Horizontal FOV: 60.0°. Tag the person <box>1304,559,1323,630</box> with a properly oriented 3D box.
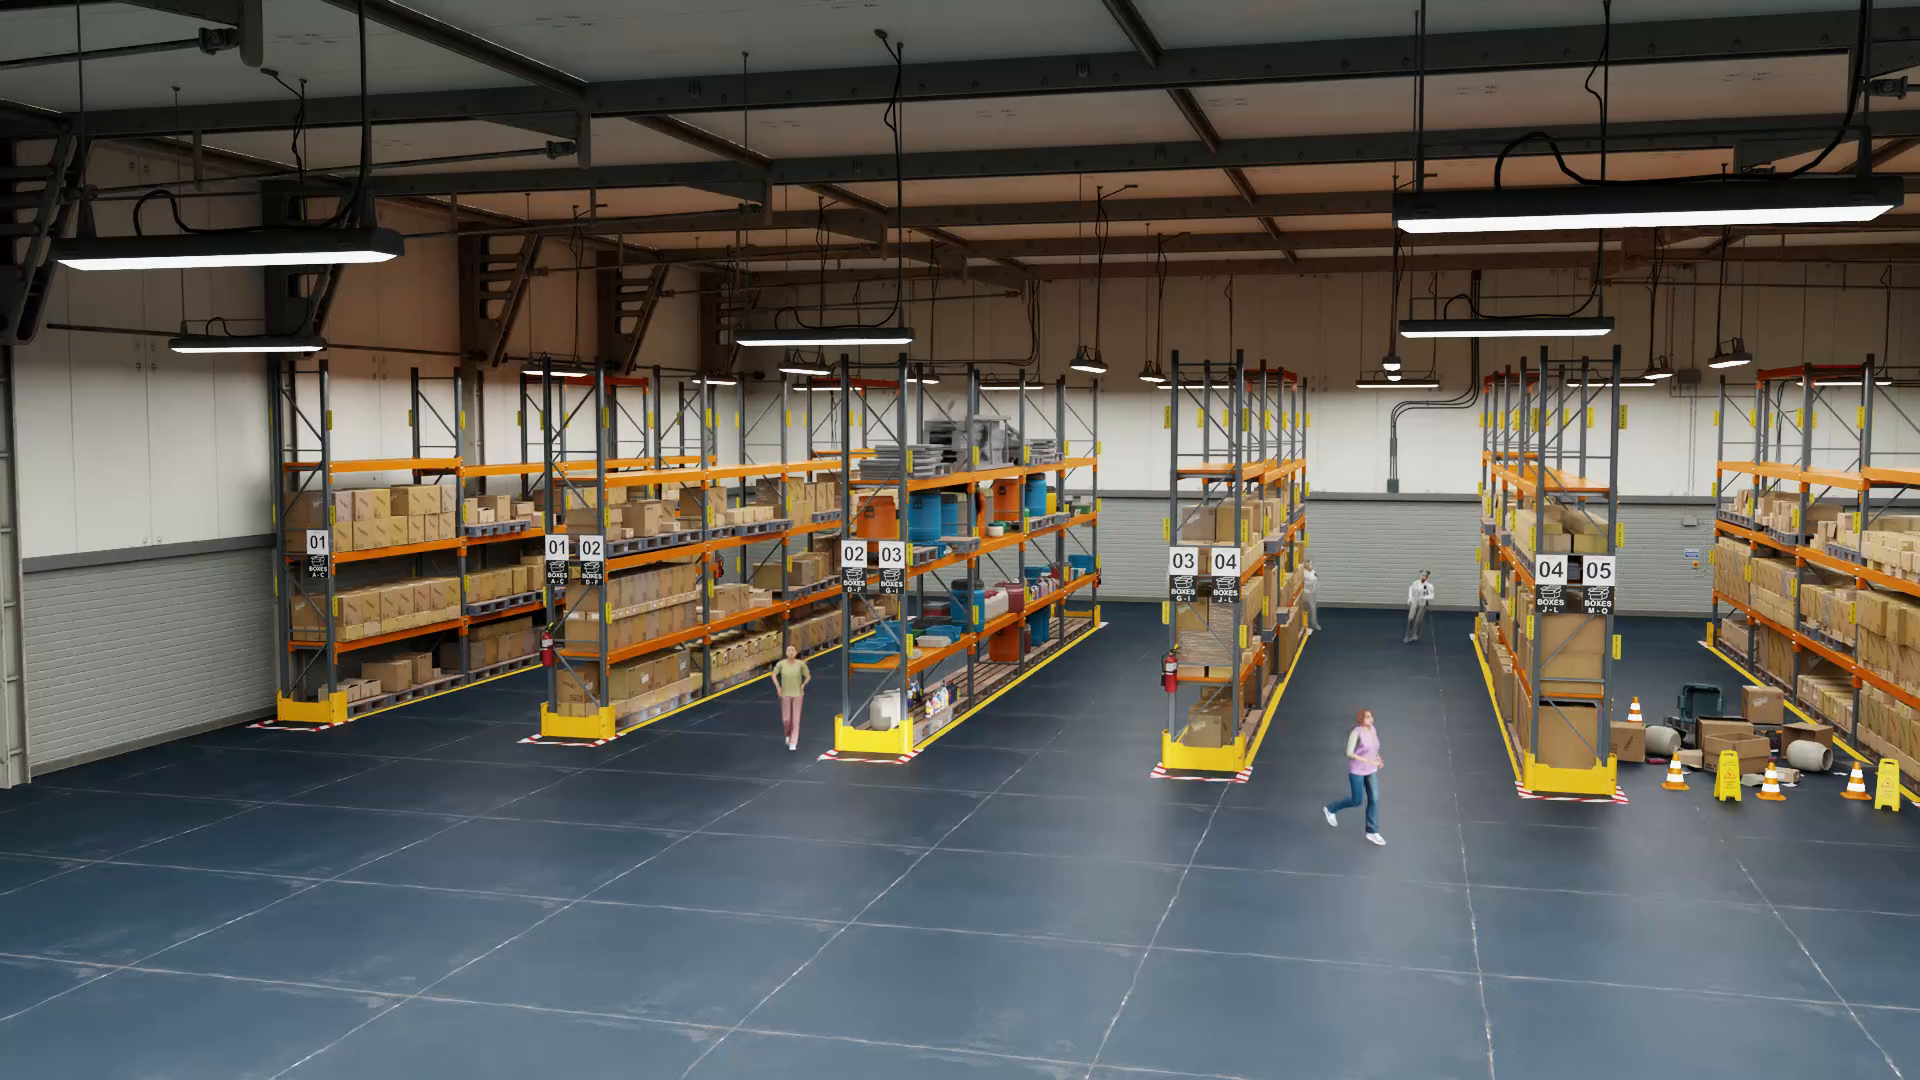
[{"bbox_3d":[8.356,1.294,40.063,0.628,1.704,0.813,-4,6,-43],"label":"person"}]

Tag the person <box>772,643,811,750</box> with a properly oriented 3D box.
[{"bbox_3d":[-2.558,2.374,25.242,0.597,1.626,0.538,0,4,-6],"label":"person"}]

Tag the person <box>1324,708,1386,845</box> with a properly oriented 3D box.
[{"bbox_3d":[4.775,2.787,19.892,0.549,1.597,0.839,-3,5,-34],"label":"person"}]

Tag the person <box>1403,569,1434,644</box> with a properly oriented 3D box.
[{"bbox_3d":[10.365,1.486,37.425,0.620,1.679,0.705,2,5,28],"label":"person"}]
